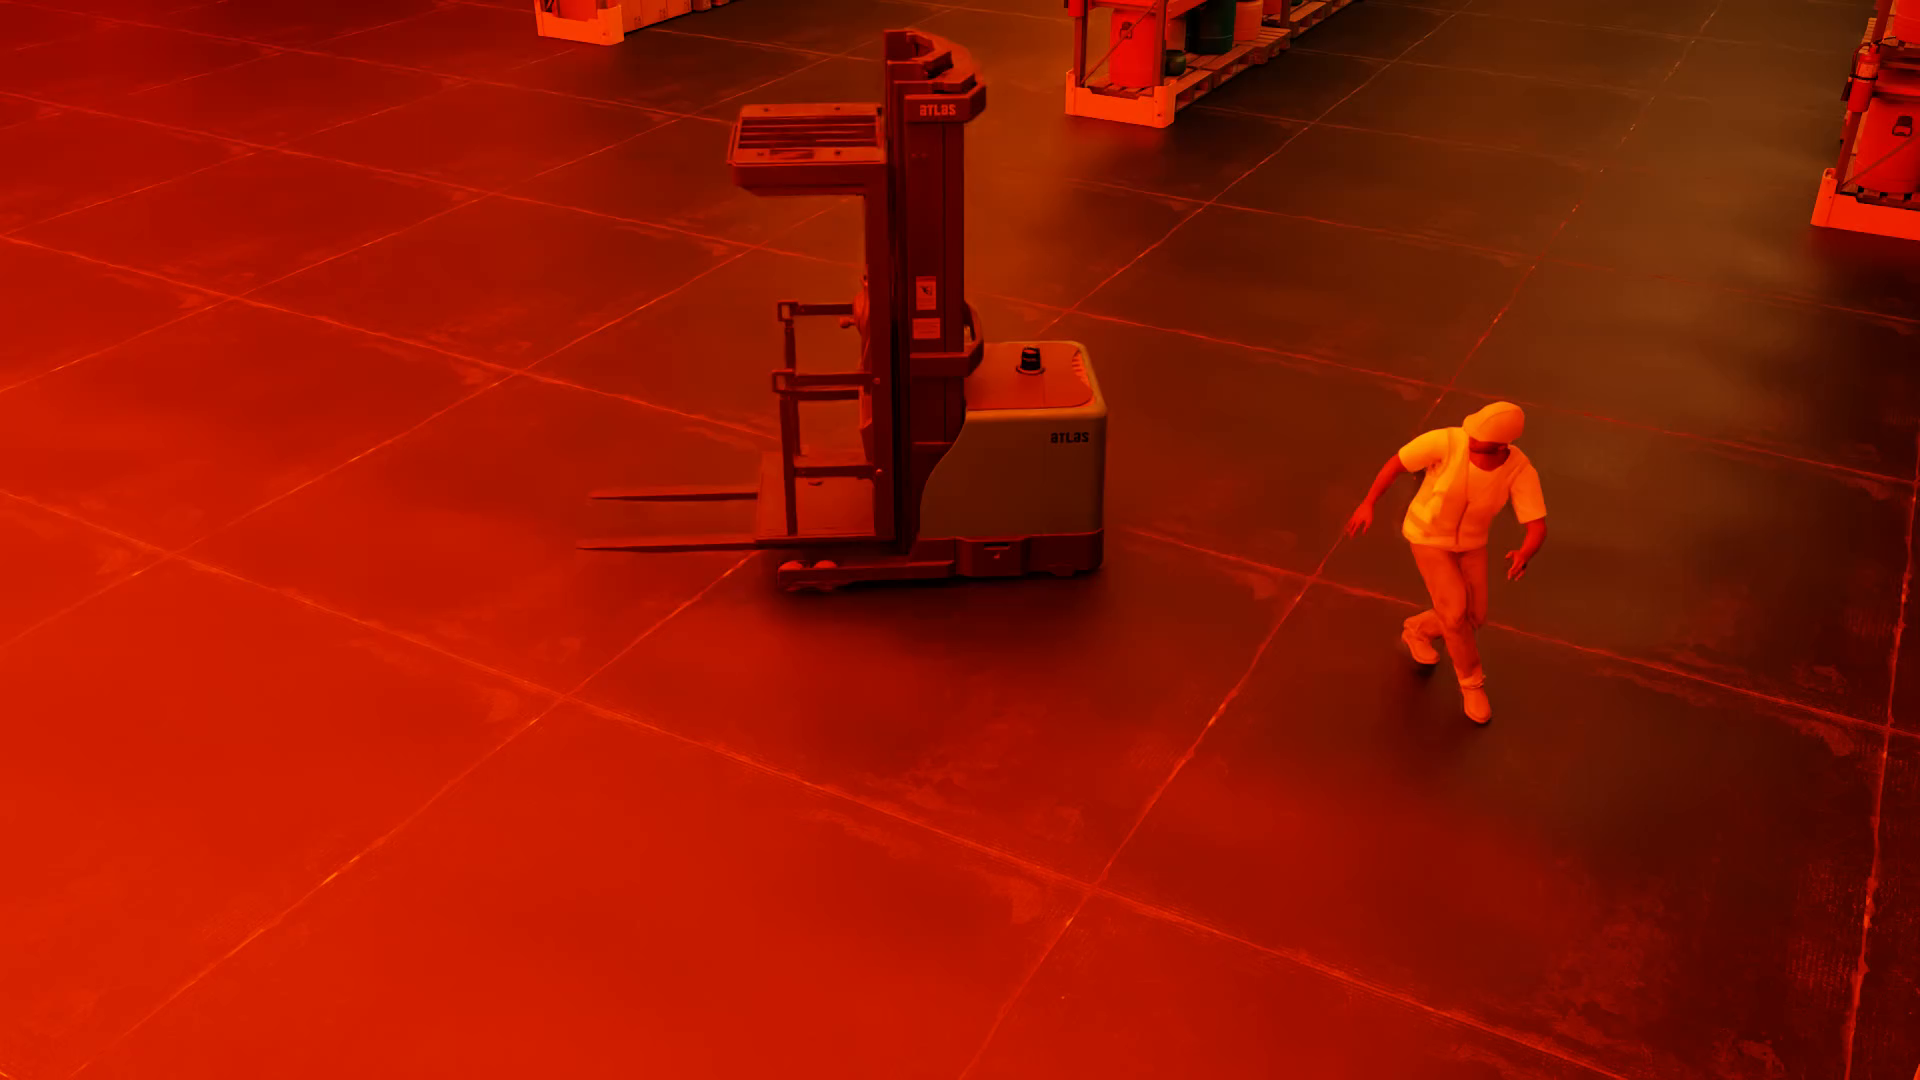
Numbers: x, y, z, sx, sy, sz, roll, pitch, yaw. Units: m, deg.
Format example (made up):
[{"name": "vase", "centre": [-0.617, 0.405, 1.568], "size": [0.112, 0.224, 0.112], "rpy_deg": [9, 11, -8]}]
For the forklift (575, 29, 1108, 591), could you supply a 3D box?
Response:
[{"name": "forklift", "centre": [-0.709, -1.250, 9.236], "size": [3.031, 2.935, 1.130], "rpy_deg": [-2, 30, -3]}]

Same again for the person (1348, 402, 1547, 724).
[{"name": "person", "centre": [2.423, 0.067, 8.219], "size": [0.850, 1.639, 0.831], "rpy_deg": [-4, 30, -6]}]
